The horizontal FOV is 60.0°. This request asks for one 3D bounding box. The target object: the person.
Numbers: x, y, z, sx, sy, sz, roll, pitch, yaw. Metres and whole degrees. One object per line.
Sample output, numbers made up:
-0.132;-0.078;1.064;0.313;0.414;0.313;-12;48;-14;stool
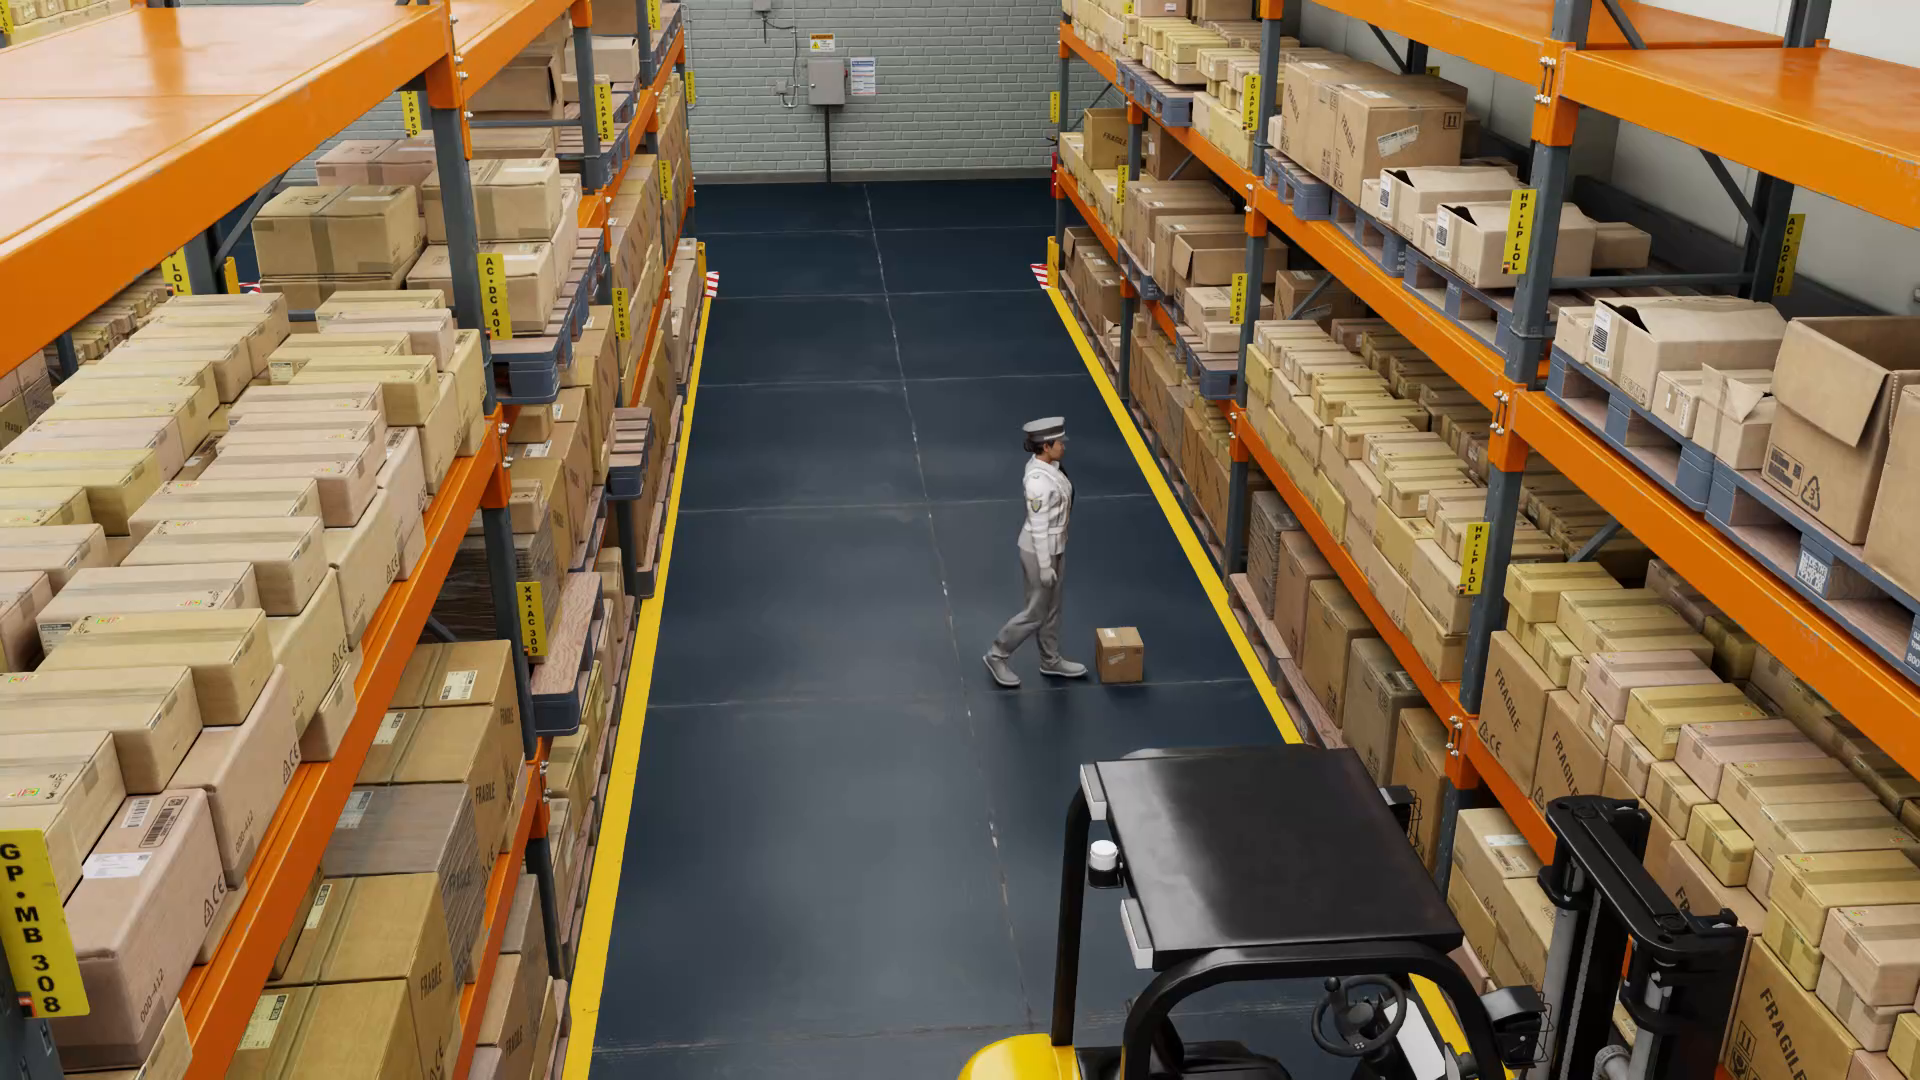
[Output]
0.460;0.068;9.914;0.628;1.657;0.500;4;24;8;person
